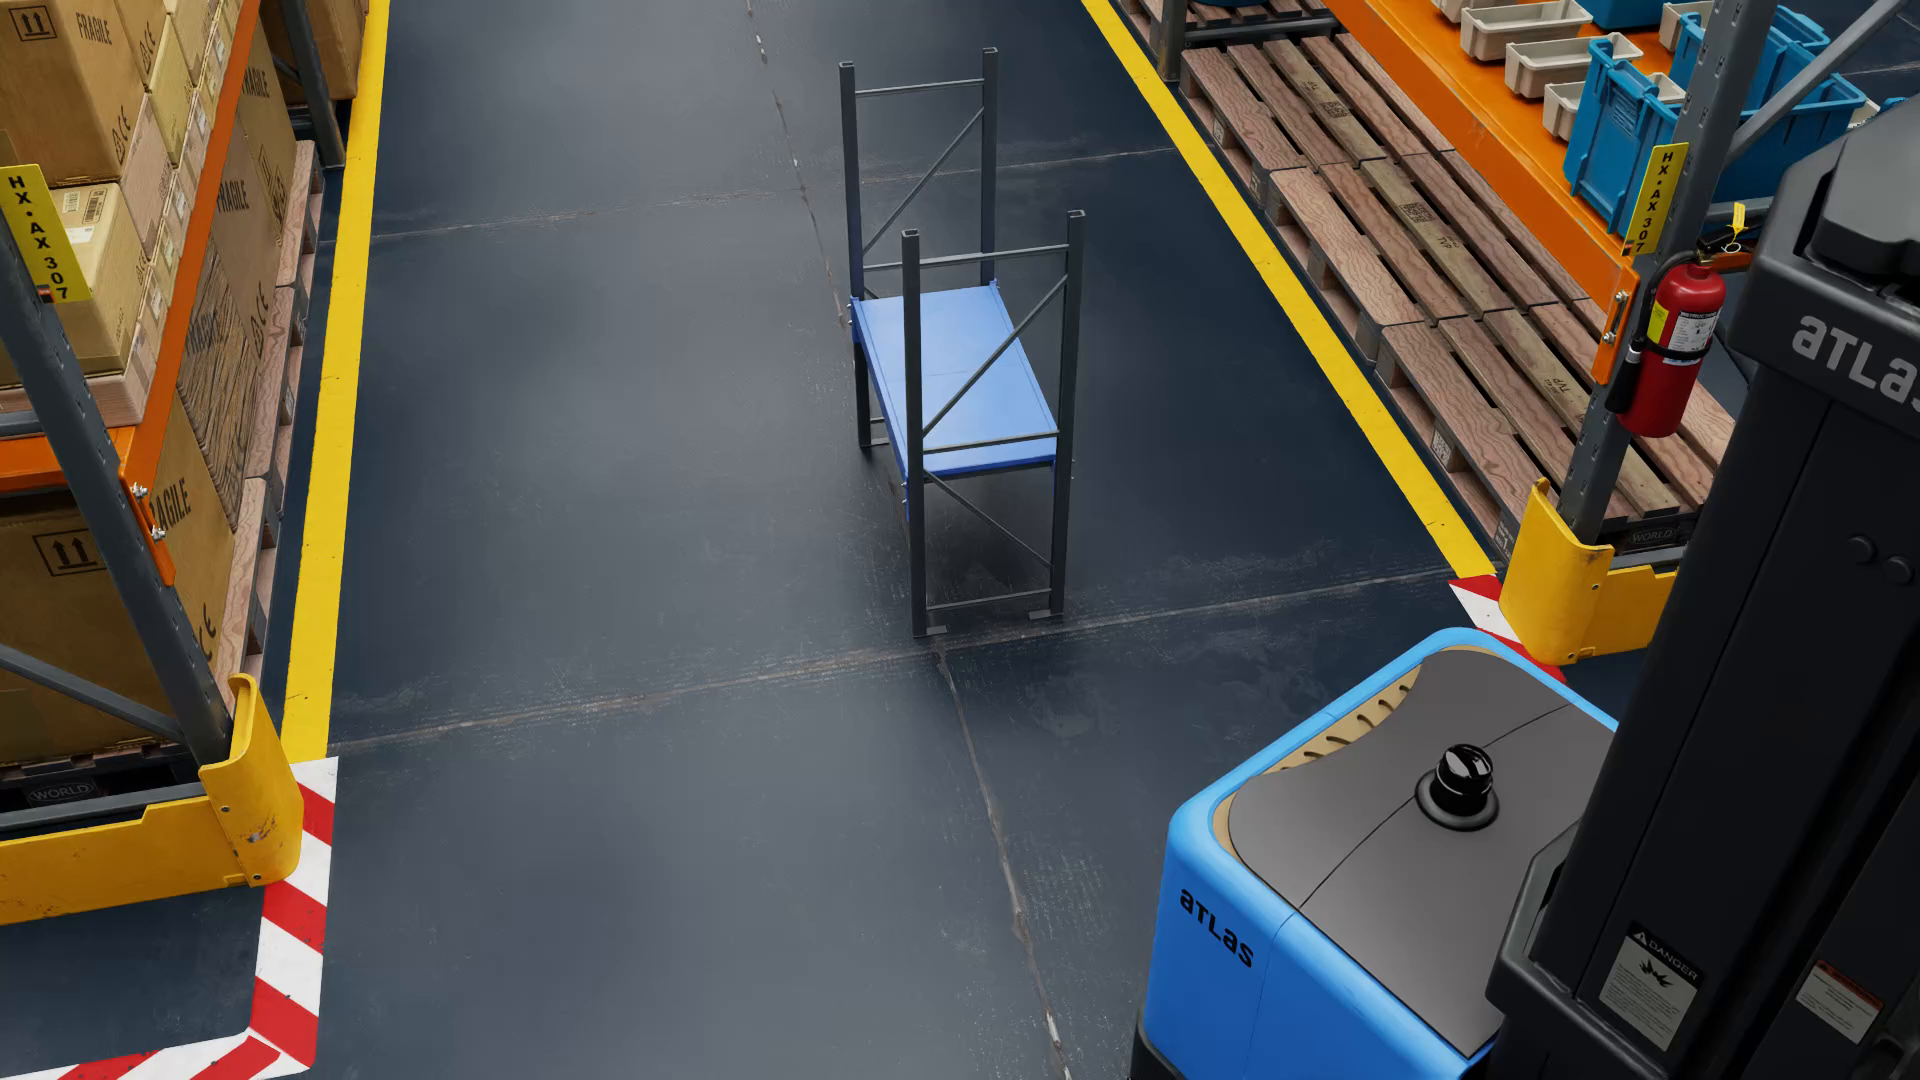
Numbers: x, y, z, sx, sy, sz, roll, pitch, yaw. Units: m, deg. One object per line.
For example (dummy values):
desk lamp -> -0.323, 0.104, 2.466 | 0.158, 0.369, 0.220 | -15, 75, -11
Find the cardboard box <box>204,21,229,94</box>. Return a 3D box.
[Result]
cardboard box -> -2.623, -1.560, 5.438 | 0.380, 0.149, 0.250 | -8, 42, -9

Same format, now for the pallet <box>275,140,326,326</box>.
pallet -> -3.253, -1.256, 7.006 | 1.003, 0.211, 1.213 | -8, 42, -9

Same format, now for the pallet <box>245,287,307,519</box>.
pallet -> -2.986, -0.464, 6.114 | 1.003, 0.211, 1.213 | -8, 42, -9

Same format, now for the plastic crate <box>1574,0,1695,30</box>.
plastic crate -> 2.343, -1.941, 5.758 | 0.416, 0.233, 0.300 | -8, 42, -9

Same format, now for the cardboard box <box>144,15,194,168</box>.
cardboard box -> -2.541, -1.278, 4.819 | 0.500, 0.250, 0.500 | -10, 43, -11

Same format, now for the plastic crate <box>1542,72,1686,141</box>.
plastic crate -> 2.006, -1.347, 5.161 | 0.396, 0.136, 0.243 | -8, 42, -9

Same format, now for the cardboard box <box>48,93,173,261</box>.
cardboard box -> -2.436, -0.951, 4.451 | 0.500, 0.250, 0.500 | -9, 42, -10

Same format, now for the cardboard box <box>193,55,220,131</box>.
cardboard box -> -2.565, -1.391, 5.246 | 0.380, 0.149, 0.250 | -9, 42, -10

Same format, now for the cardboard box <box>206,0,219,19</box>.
cardboard box -> -2.765, -1.944, 5.569 | 0.500, 0.250, 0.500 | -8, 42, -8

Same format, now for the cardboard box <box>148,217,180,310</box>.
cardboard box -> -2.344, -0.726, 4.497 | 0.380, 0.149, 0.250 | -9, 42, -10

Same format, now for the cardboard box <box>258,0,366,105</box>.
cardboard box -> -3.498, -2.578, 7.678 | 1.225, 0.875, 0.875 | -8, 42, -9

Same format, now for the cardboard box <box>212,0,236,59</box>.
cardboard box -> -2.677, -1.726, 5.624 | 0.380, 0.149, 0.250 | -9, 42, -10

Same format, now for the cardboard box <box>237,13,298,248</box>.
cardboard box -> -3.276, -1.726, 6.719 | 0.875, 0.875, 0.875 | -8, 42, -9

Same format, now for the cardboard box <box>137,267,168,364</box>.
cardboard box -> -2.288, -0.560, 4.310 | 0.380, 0.149, 0.250 | -9, 42, -10

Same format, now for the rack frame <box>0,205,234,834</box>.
rack frame -> -2.477, -0.210, 3.727 | 1.000, 3.000, 0.127 | -8, 42, -9

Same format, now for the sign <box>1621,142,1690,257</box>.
sign -> 1.825, -0.892, 4.372 | 0.100, 0.325, 0.005 | -8, 42, -9

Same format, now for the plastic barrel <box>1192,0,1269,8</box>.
plastic barrel -> 1.395, -3.240, 8.405 | 0.600, 0.901, 0.708 | -8, 42, -9

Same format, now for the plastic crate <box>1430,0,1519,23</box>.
plastic crate -> 1.792, -1.903, 5.787 | 0.298, 0.136, 0.250 | -8, 42, -9

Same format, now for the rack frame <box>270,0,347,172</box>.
rack frame -> -3.341, -2.803, 6.648 | 1.000, 3.000, 0.127 | -8, 42, -9

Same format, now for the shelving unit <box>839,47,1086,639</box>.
shelving unit -> -0.018, -0.616, 5.314 | 0.538, 1.500, 1.048 | -8, 42, -9

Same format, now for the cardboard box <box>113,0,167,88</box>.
cardboard box -> -2.543, -1.555, 4.566 | 0.500, 0.500, 0.500 | -9, 42, -10

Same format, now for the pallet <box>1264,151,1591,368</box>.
pallet -> 1.959, -1.207, 6.950 | 1.003, 0.211, 1.213 | -8, 42, -9

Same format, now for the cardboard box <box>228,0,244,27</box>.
cardboard box -> -2.732, -1.892, 5.811 | 0.380, 0.149, 0.250 | -8, 42, -8

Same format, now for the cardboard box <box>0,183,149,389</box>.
cardboard box -> -2.317, -0.615, 4.073 | 0.500, 0.250, 0.500 | -9, 42, -10

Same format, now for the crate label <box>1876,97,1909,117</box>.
crate label -> 2.627, -1.087, 4.796 | 0.416, 0.233, 0.303 | -8, 42, -9

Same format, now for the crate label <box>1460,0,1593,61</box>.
crate label -> 1.874, -1.714, 5.574 | 0.396, 0.136, 0.243 | -8, 42, -9

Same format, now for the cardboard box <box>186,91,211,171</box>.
cardboard box -> -2.511, -1.227, 5.062 | 0.380, 0.149, 0.250 | -9, 42, -10

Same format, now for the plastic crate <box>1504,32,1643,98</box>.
plastic crate -> 1.958, -1.537, 5.375 | 0.396, 0.136, 0.243 | -8, 42, -9

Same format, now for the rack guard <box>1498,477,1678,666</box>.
rack guard -> 2.377, 0.028, 5.341 | 1.175, 0.500, 0.348 | -8, 42, -9

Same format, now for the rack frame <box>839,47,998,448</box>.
rack frame -> -0.128, -0.946, 5.686 | 0.500, 1.500, 0.032 | -8, 42, -9

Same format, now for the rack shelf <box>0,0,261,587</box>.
rack shelf -> -2.909, -1.238, 5.427 | 1.077, 0.370, 4.000 | -8, 42, -9

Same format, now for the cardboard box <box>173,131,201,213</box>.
cardboard box -> -2.455, -1.060, 4.873 | 0.380, 0.149, 0.250 | -9, 42, -10

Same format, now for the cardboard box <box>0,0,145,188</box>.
cardboard box -> -2.425, -1.220, 4.189 | 0.500, 0.500, 0.500 | -9, 42, -10

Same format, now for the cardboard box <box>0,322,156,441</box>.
cardboard box -> -2.232, -0.394, 4.123 | 0.380, 0.149, 0.250 | -8, 42, -9

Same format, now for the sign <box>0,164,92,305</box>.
sign -> -1.934, -0.639, 3.499 | 0.100, 0.325, 0.005 | -8, 42, -9

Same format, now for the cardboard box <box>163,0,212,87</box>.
cardboard box -> -2.658, -1.615, 5.199 | 0.500, 0.250, 0.500 | -9, 42, -10

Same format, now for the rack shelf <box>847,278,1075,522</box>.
rack shelf -> -0.018, -0.482, 5.434 | 0.538, 0.185, 1.000 | -8, 42, -9

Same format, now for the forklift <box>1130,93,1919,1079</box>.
forklift -> 1.735, 0.851, 2.583 | 1.130, 2.935, 3.031 | -28, 49, -28

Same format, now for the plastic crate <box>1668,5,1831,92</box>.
plastic crate -> 2.485, -1.514, 5.277 | 0.416, 0.233, 0.300 | -8, 42, -9

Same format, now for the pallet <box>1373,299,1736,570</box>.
pallet -> 2.219, -0.417, 6.061 | 1.003, 0.211, 1.213 | -8, 42, -9

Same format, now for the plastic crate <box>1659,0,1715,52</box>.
plastic crate -> 2.492, -1.711, 5.571 | 0.250, 0.136, 0.298 | -8, 42, -9

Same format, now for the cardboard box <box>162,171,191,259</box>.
cardboard box -> -2.401, -0.895, 4.688 | 0.380, 0.149, 0.250 | -9, 42, -10

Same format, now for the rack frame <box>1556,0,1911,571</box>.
rack frame -> 2.359, -0.920, 4.527 | 1.000, 3.000, 0.127 | -8, 42, -9

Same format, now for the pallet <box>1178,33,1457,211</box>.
pallet -> 1.692, -1.999, 7.843 | 1.003, 0.211, 1.213 | -8, 42, -9

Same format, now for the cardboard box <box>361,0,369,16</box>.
cardboard box -> -3.692, -3.157, 8.331 | 1.225, 0.875, 0.875 | -10, 43, -11

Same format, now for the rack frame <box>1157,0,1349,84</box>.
rack frame -> 1.496, -3.513, 7.448 | 1.000, 3.000, 0.127 | -8, 42, -9

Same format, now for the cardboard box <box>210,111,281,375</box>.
cardboard box -> -3.082, -1.143, 6.062 | 0.875, 0.875, 0.875 | -8, 42, -9

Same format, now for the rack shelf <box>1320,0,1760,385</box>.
rack shelf -> 1.927, -1.947, 6.226 | 1.077, 0.370, 4.000 | -8, 42, -9

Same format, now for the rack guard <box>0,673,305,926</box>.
rack guard -> -2.472, 0.740, 4.540 | 1.175, 0.500, 0.348 | -8, 42, -9

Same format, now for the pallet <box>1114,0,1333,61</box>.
pallet -> 1.370, -2.976, 8.944 | 1.003, 0.211, 1.213 | -8, 42, -9

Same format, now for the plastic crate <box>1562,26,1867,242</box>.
plastic crate -> 2.104, -1.146, 4.710 | 0.616, 0.435, 0.499 | -8, 42, -9

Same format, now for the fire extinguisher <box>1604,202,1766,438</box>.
fire extinguisher -> 1.948, -0.589, 4.493 | 0.296, 0.674, 0.183 | -8, 42, -9

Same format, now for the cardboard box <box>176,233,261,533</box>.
cardboard box -> -2.890, -0.566, 5.412 | 0.875, 0.875, 0.875 | -8, 42, -9

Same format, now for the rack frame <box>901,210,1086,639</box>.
rack frame -> 0.091, -0.287, 4.943 | 0.500, 1.500, 0.032 | -8, 42, -9

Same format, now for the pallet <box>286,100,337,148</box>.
pallet -> -3.581, -2.250, 8.125 | 1.003, 0.211, 1.213 | -8, 42, -9

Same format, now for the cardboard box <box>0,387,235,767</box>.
cardboard box -> -2.693, 0.024, 4.748 | 0.875, 0.875, 0.875 | -8, 42, -9

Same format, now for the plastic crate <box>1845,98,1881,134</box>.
plastic crate -> 2.639, -1.271, 5.076 | 0.250, 0.136, 0.298 | -8, 42, -9

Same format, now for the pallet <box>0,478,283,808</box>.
pallet -> -2.726, 0.325, 5.224 | 1.003, 0.211, 1.213 | -8, 42, -9
